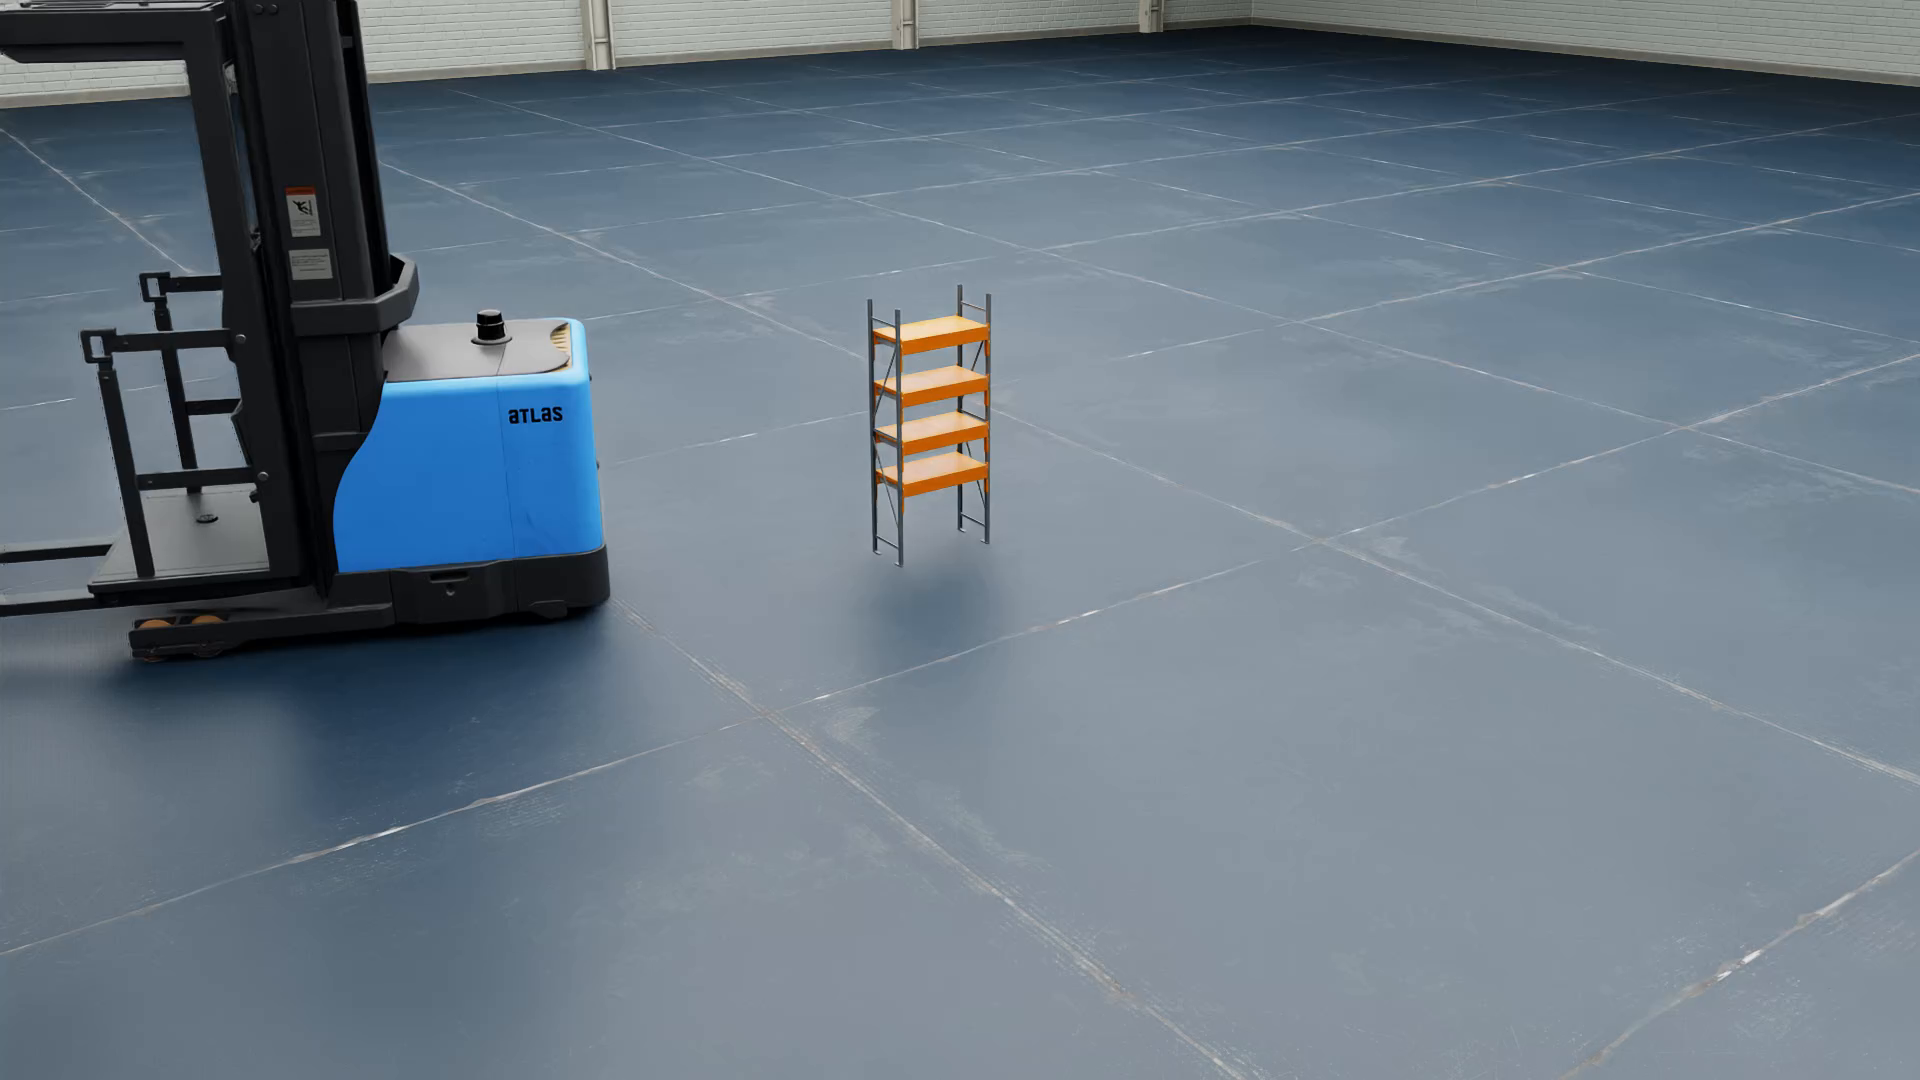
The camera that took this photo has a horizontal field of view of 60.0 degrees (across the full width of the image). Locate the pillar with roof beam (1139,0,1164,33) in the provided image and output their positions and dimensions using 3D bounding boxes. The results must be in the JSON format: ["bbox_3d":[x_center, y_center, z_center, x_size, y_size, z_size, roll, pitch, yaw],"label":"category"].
[{"bbox_3d":[6.381,-13.185,28.797,0.400,9.000,9.100,-15,26,-33],"label":"pillar with roof beam"}]

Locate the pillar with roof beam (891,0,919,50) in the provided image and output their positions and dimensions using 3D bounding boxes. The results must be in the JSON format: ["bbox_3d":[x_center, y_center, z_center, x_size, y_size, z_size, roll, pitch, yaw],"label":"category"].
[{"bbox_3d":[1.510,-11.886,25.542,0.400,9.000,9.100,-15,26,-33],"label":"pillar with roof beam"}]

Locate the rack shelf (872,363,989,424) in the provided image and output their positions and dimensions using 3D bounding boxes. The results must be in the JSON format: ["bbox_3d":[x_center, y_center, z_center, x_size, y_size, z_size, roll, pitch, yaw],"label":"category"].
[{"bbox_3d":[-0.134,-0.667,7.526,0.480,0.148,0.258,-15,26,-33],"label":"rack shelf"}]

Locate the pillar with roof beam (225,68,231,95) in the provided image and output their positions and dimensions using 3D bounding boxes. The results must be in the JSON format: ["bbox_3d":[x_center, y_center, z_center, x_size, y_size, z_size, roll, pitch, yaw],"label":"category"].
[{"bbox_3d":[-8.231,-9.289,19.033,0.400,9.000,9.100,-15,26,-33],"label":"pillar with roof beam"}]

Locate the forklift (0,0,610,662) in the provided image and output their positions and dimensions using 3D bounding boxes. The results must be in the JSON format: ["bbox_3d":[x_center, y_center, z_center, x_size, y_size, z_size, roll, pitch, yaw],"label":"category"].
[{"bbox_3d":[-3.067,-1.086,6.664,3.031,2.935,1.130,-5,22,-12],"label":"forklift"}]

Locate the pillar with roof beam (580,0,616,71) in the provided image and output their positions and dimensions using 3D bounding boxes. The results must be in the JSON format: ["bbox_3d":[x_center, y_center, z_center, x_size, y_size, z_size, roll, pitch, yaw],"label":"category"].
[{"bbox_3d":[-3.360,-10.588,22.288,0.400,9.000,9.100,-15,26,-33],"label":"pillar with roof beam"}]

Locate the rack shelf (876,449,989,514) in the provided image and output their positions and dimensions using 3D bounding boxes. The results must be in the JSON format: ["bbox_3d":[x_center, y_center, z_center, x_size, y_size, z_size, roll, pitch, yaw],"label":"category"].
[{"bbox_3d":[-0.134,-0.275,7.683,0.480,0.148,0.258,-15,26,-33],"label":"rack shelf"}]

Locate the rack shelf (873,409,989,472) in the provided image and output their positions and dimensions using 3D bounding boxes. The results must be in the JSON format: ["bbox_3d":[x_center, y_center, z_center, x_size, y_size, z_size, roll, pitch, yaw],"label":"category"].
[{"bbox_3d":[-0.134,-0.459,7.609,0.480,0.148,0.258,-15,26,-33],"label":"rack shelf"}]

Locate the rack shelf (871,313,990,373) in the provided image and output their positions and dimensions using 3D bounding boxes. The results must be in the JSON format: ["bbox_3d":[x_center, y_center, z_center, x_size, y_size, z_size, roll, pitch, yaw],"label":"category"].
[{"bbox_3d":[-0.134,-0.886,7.439,0.480,0.148,0.258,-15,26,-33],"label":"rack shelf"}]

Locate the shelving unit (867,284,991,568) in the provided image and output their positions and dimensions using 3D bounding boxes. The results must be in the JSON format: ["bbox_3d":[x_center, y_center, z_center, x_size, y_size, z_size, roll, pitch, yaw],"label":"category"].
[{"bbox_3d":[-0.134,-0.521,7.584,0.503,1.200,0.258,-15,26,-33],"label":"shelving unit"}]

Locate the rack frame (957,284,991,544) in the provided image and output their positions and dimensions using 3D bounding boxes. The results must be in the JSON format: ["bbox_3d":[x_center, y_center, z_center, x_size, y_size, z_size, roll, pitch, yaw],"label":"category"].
[{"bbox_3d":[0.064,-0.574,7.717,0.015,1.200,0.240,-15,26,-33],"label":"rack frame"}]

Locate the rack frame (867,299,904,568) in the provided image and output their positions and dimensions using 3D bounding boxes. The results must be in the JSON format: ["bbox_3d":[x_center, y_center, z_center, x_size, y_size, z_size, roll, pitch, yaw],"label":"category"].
[{"bbox_3d":[-0.332,-0.469,7.452,0.015,1.200,0.240,-15,26,-33],"label":"rack frame"}]
